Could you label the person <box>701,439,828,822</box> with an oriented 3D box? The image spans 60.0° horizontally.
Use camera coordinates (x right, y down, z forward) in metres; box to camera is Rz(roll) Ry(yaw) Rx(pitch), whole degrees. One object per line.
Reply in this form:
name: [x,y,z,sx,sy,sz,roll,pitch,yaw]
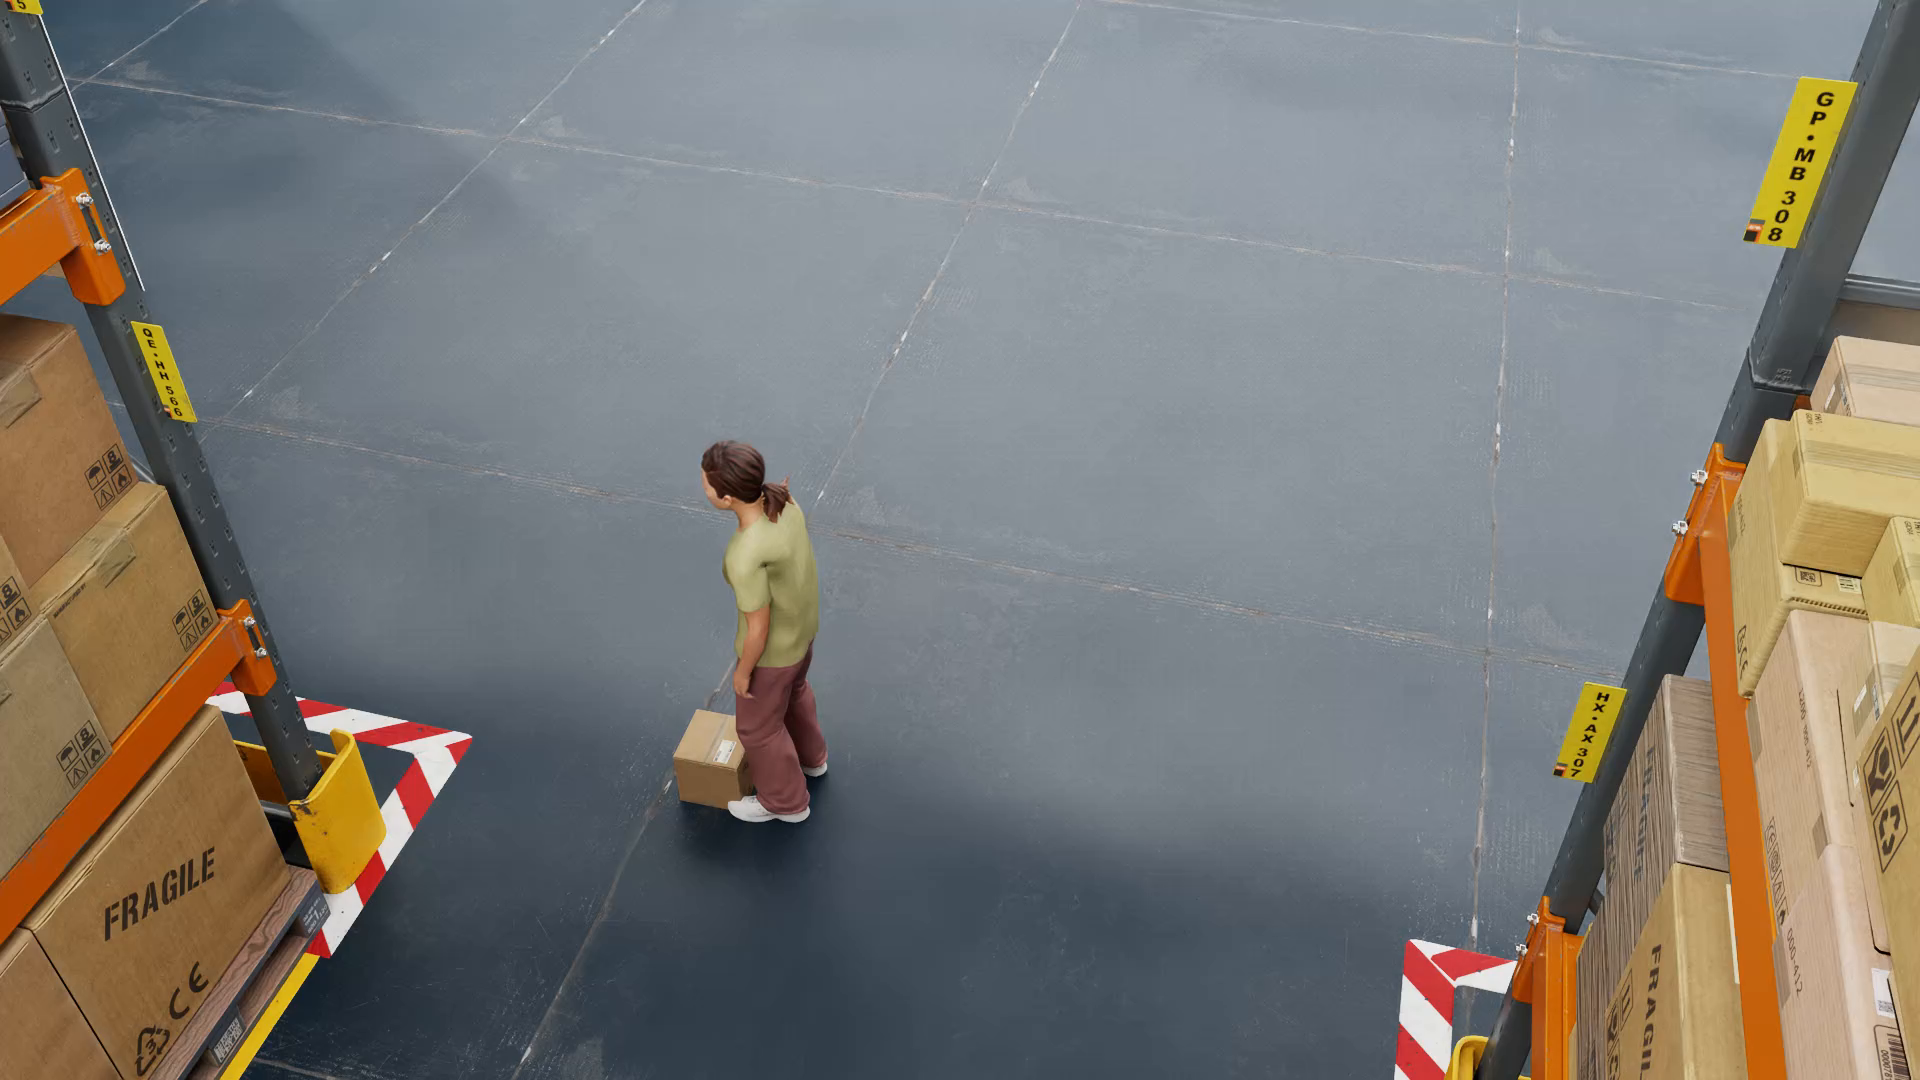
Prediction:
person: [-0.669,0.333,5.778,0.357,1.673,0.499,10,42,12]
